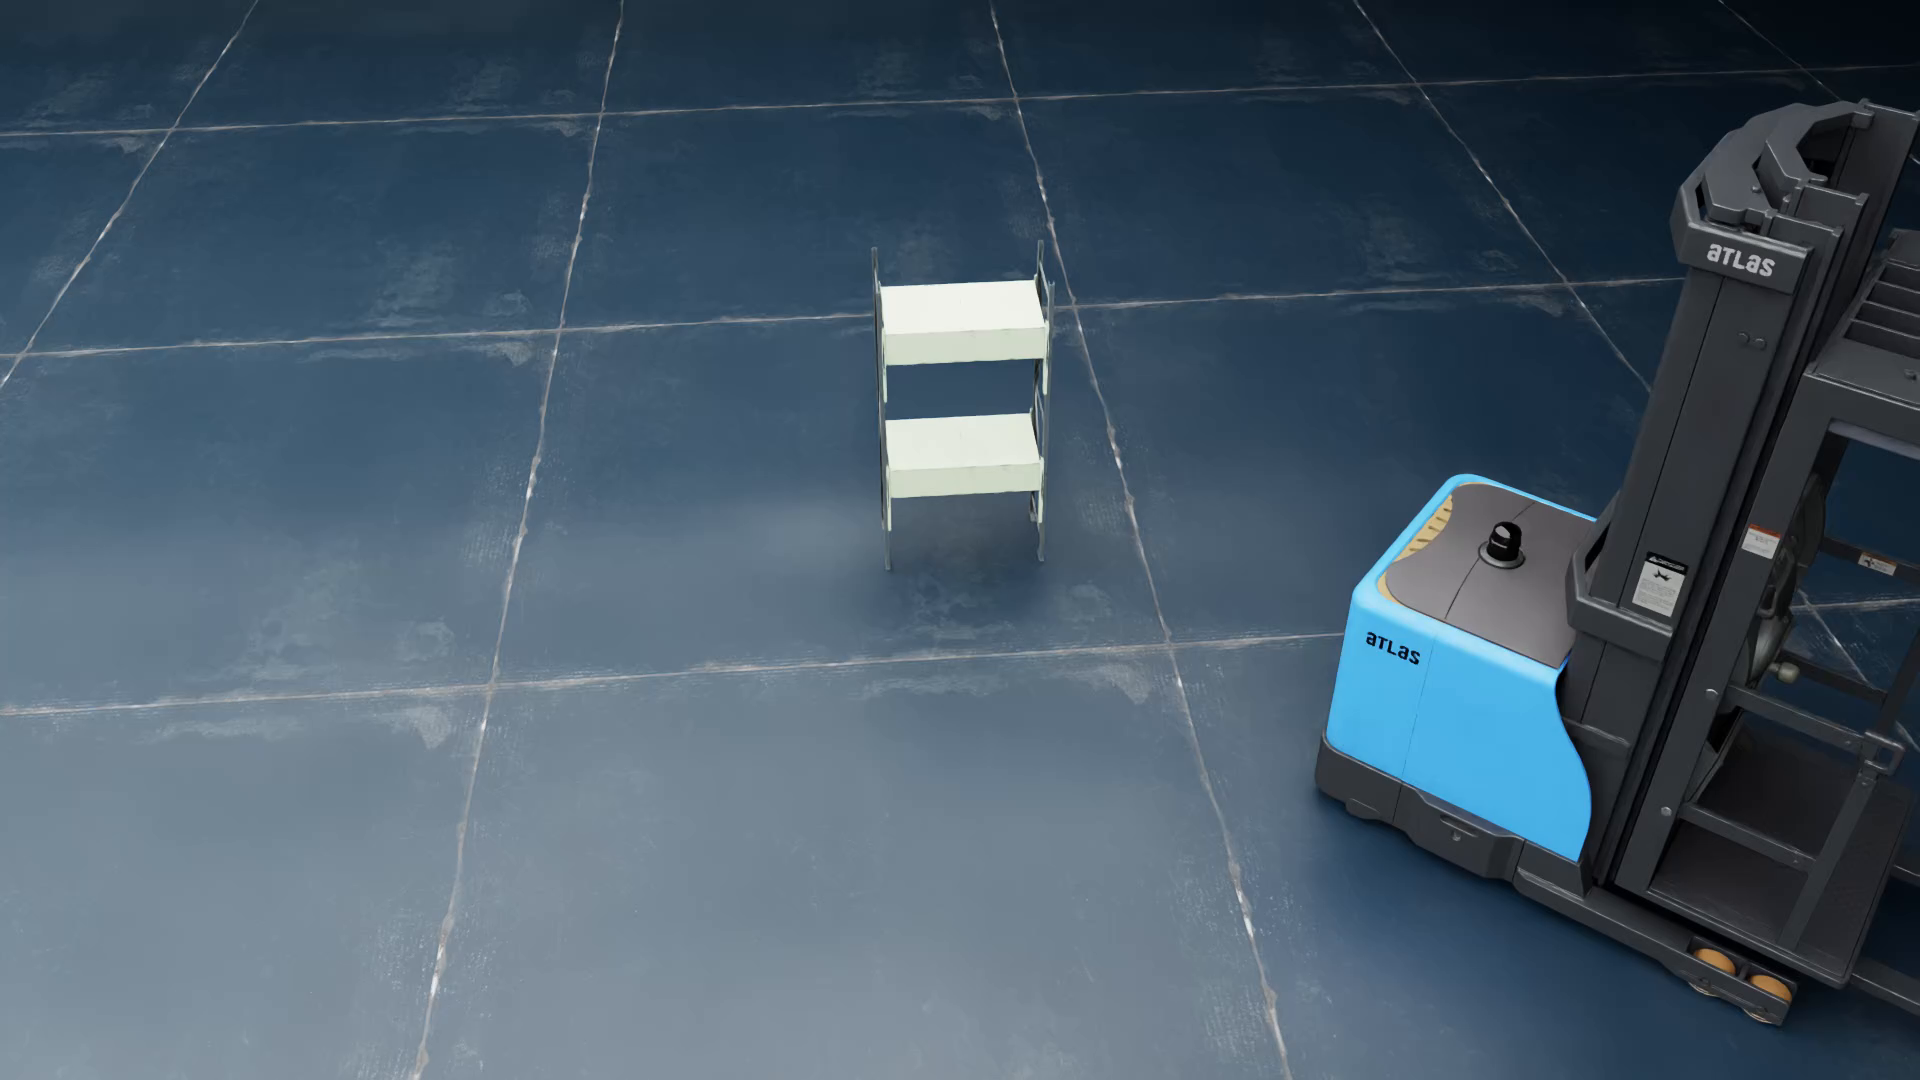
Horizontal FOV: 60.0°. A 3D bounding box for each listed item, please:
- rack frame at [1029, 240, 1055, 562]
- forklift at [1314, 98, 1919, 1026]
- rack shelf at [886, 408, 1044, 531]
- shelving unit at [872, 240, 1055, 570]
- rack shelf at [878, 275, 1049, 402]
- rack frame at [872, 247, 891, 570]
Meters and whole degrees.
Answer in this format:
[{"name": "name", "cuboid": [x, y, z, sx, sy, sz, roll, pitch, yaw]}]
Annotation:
[{"name": "rack frame", "cuboid": [0.371, -0.609, 7.633, 0.023, 1.500, 0.400, -3, 38, -4]}, {"name": "forklift", "cuboid": [2.923, 0.184, 5.473, 3.031, 2.935, 1.130, 25, 44, 28]}, {"name": "rack shelf", "cuboid": [0.007, -0.333, 7.810, 0.720, 0.370, 0.431, -3, 38, -4]}, {"name": "shelving unit", "cuboid": [0.007, -0.589, 7.608, 0.755, 1.500, 0.431, -3, 38, -4]}, {"name": "rack shelf", "cuboid": [0.007, -0.896, 7.366, 0.720, 0.370, 0.431, -3, 38, -4]}, {"name": "rack frame", "cuboid": [-0.358, -0.569, 7.582, 0.023, 1.500, 0.400, -3, 38, -4]}]
